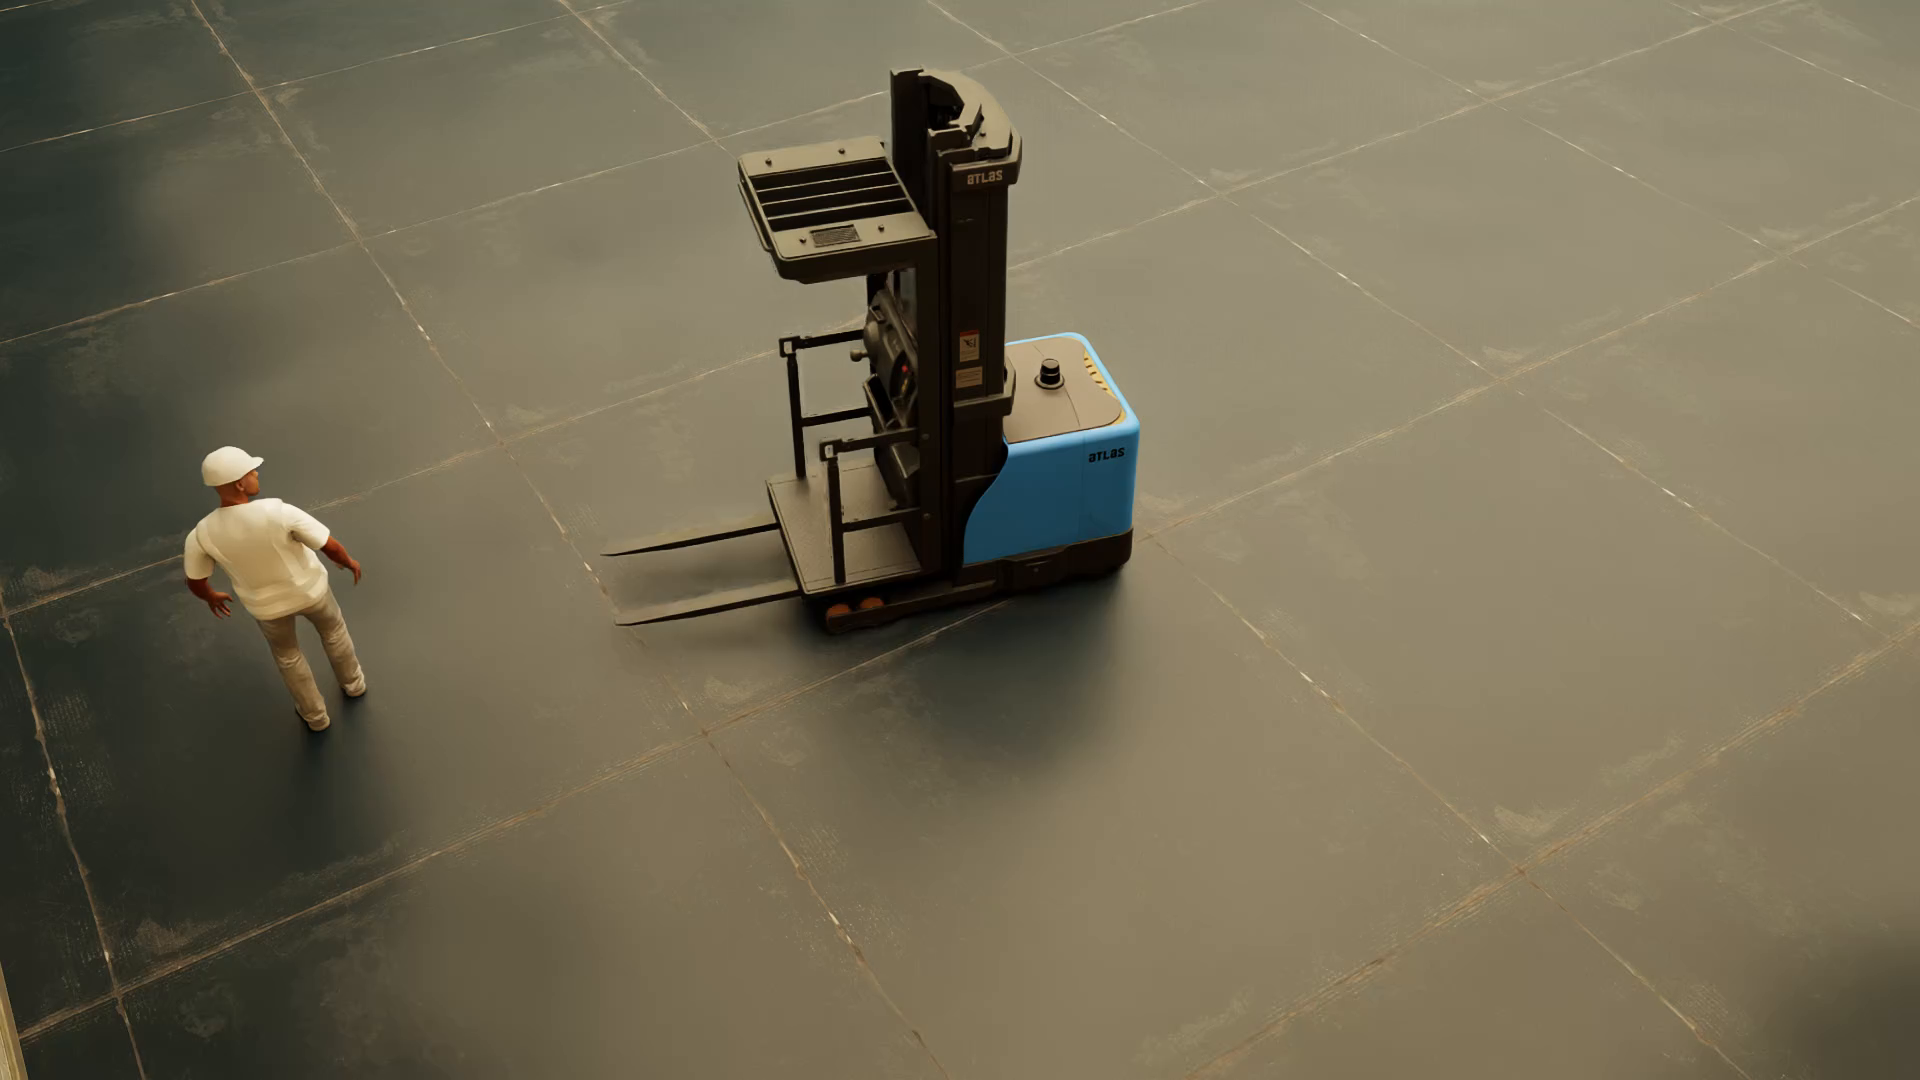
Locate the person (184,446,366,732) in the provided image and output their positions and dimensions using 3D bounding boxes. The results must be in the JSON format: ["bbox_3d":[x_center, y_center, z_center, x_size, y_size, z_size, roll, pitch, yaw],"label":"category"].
[{"bbox_3d":[-3.480,0.224,8.516,0.794,1.748,0.519,-16,44,-17],"label":"person"}]

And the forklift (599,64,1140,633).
[{"bbox_3d":[-0.560,-0.963,8.973,3.031,2.935,1.130,-11,42,-13],"label":"forklift"}]
